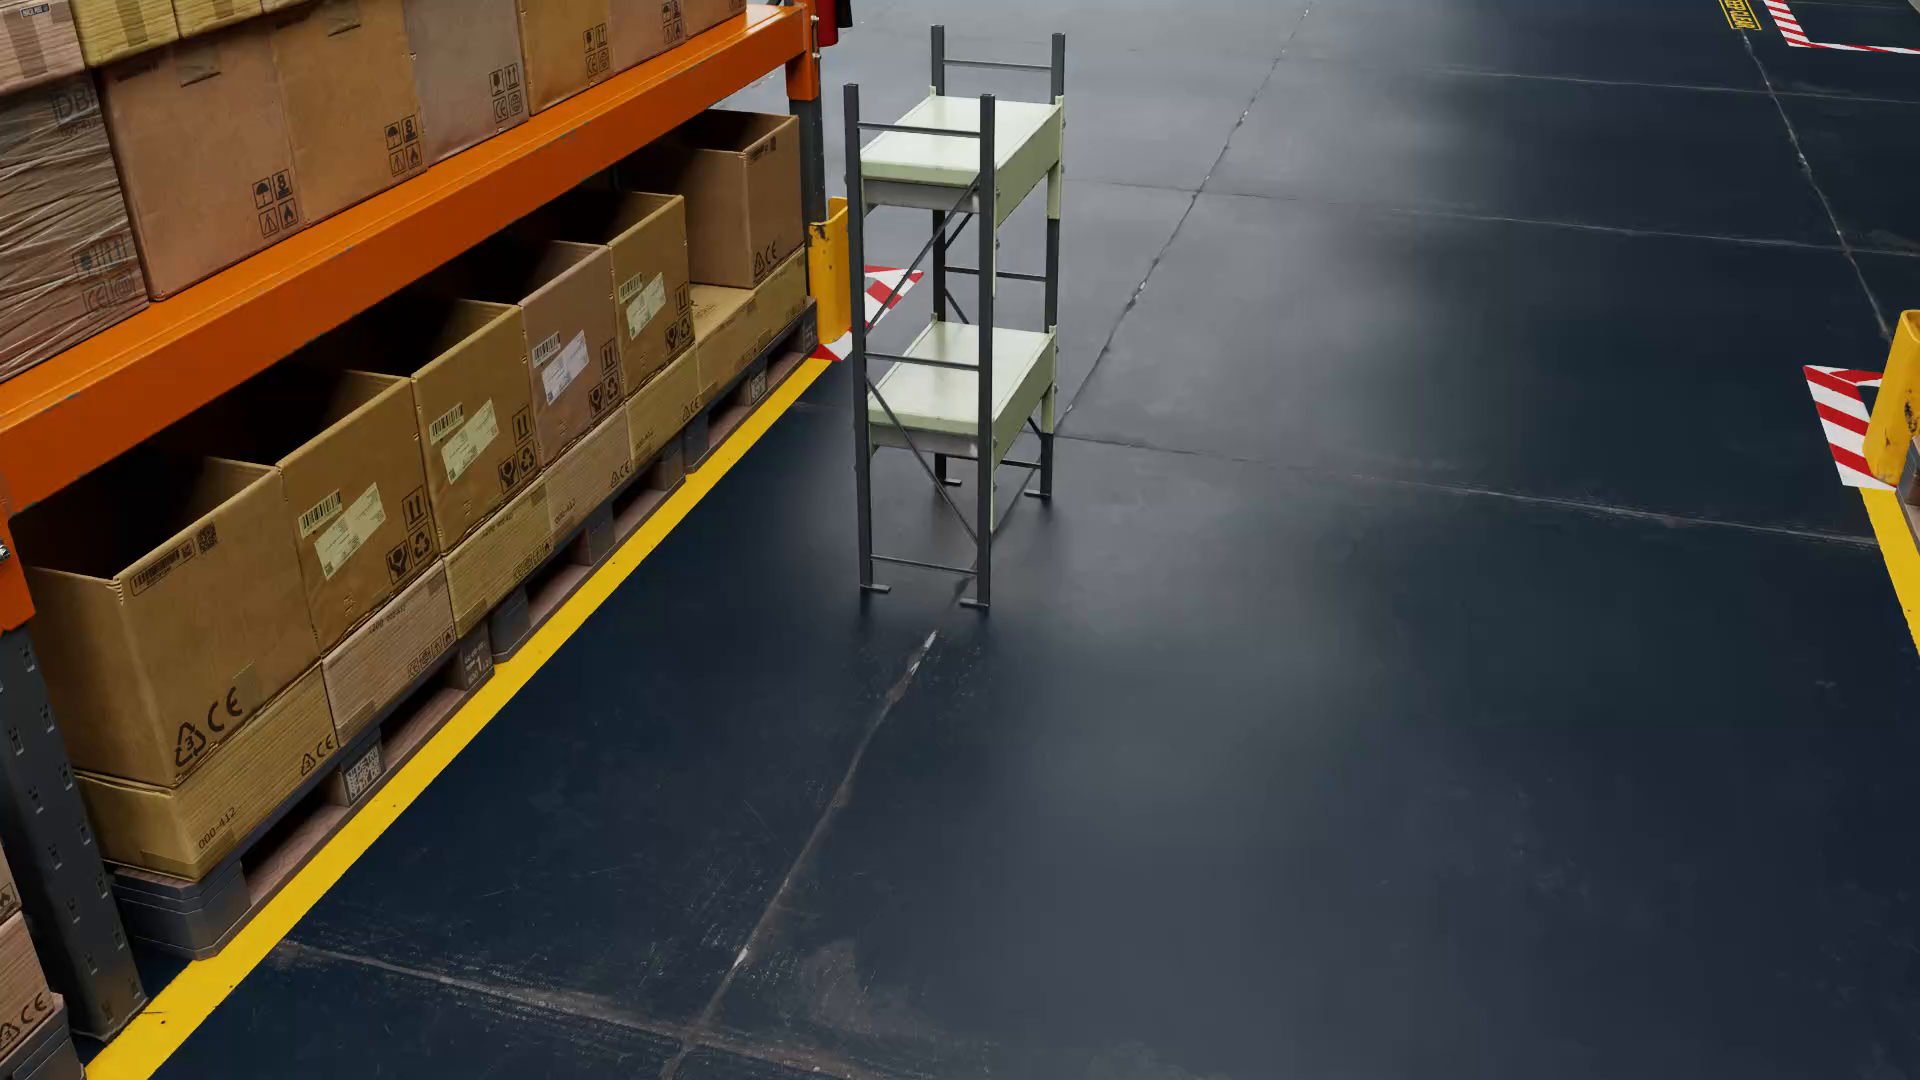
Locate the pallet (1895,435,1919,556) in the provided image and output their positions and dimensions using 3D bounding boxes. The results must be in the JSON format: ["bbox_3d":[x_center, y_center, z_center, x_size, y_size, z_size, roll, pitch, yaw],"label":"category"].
[{"bbox_3d":[3.416,0.094,4.864,1.003,0.211,1.213,8,30,15],"label":"pallet"}]

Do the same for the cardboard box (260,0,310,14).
[{"bbox_3d":[-1.637,-1.278,3.692,0.380,0.149,0.250,7,30,13],"label":"cardboard box"}]

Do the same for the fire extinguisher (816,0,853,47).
[{"bbox_3d":[-0.547,-2.192,6.185,0.296,0.674,0.183,8,30,15],"label":"fire extinguisher"}]

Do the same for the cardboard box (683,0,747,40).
[{"bbox_3d":[-1.175,-2.066,5.776,0.700,0.500,0.500,9,30,15],"label":"cardboard box"}]

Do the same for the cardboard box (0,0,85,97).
[{"bbox_3d":[-1.863,-0.920,3.048,0.380,0.149,0.250,9,30,16],"label":"cardboard box"}]

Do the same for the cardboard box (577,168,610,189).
[{"bbox_3d":[-1.541,-1.097,5.762,0.500,0.500,0.500,8,30,15],"label":"cardboard box"}]

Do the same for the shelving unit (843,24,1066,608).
[{"bbox_3d":[0.002,-0.659,4.891,0.431,1.500,0.755,8,30,15],"label":"shelving unit"}]

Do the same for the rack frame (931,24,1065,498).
[{"bbox_3d":[0.109,-0.829,5.197,0.400,1.500,0.023,8,30,15],"label":"rack frame"}]

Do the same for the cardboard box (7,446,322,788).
[{"bbox_3d":[-1.765,0.141,3.536,0.500,0.500,0.500,8,30,15],"label":"cardboard box"}]

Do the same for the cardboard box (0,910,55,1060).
[{"bbox_3d":[-2.045,0.873,2.991,0.500,0.250,0.500,8,30,14],"label":"cardboard box"}]

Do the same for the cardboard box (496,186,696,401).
[{"bbox_3d":[-1.178,-0.789,5.207,0.500,0.500,0.500,8,30,15],"label":"cardboard box"}]

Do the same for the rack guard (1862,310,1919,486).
[{"bbox_3d":[3.688,-0.405,5.463,1.175,0.500,0.348,8,30,15],"label":"rack guard"}]

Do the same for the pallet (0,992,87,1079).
[{"bbox_3d":[-2.379,1.188,2.898,1.003,0.211,1.213,8,30,15],"label":"pallet"}]

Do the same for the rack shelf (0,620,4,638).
[{"bbox_3d":[-2.787,0.865,1.349,1.077,0.370,4.000,8,30,15],"label":"rack shelf"}]

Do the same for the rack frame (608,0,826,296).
[{"bbox_3d":[-1.026,-2.238,6.187,1.000,3.000,0.127,8,30,15],"label":"rack frame"}]

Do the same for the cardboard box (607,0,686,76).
[{"bbox_3d":[-1.325,-1.821,5.336,0.700,0.500,0.500,9,30,16],"label":"cardboard box"}]

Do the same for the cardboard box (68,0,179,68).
[{"bbox_3d":[-1.788,-1.040,3.264,0.380,0.149,0.250,8,30,14],"label":"cardboard box"}]

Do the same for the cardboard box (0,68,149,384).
[{"bbox_3d":[-2.076,-0.630,3.193,0.700,0.500,0.500,8,30,14],"label":"cardboard box"}]

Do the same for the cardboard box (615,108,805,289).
[{"bbox_3d":[-0.899,-1.256,6.047,0.500,0.500,0.500,8,30,15],"label":"cardboard box"}]

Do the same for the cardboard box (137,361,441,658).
[{"bbox_3d":[-1.625,-0.093,3.956,0.500,0.500,0.500,8,30,15],"label":"cardboard box"}]

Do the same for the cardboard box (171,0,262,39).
[{"bbox_3d":[-1.713,-1.162,3.483,0.380,0.149,0.250,8,30,14],"label":"cardboard box"}]

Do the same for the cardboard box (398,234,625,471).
[{"bbox_3d":[-1.326,-0.557,4.790,0.500,0.500,0.500,8,30,15],"label":"cardboard box"}]

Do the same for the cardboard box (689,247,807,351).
[{"bbox_3d":[-0.901,-0.928,6.229,0.500,0.250,0.500,8,30,15],"label":"cardboard box"}]

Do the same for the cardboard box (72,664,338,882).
[{"bbox_3d":[-1.774,0.467,3.721,0.500,0.250,0.500,8,30,15],"label":"cardboard box"}]

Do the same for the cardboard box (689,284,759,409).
[{"bbox_3d":[-1.036,-0.694,5.809,0.500,0.250,0.500,8,30,15],"label":"cardboard box"}]

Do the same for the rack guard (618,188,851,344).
[{"bbox_3d":[-1.019,-1.156,6.815,1.175,0.500,0.348,8,30,15],"label":"rack guard"}]

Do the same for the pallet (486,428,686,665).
[{"bbox_3d":[-1.570,-0.093,5.199,1.003,0.211,1.213,8,30,15],"label":"pallet"}]

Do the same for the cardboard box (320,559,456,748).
[{"bbox_3d":[-1.623,0.235,4.138,0.500,0.250,0.500,8,30,15],"label":"cardboard box"}]

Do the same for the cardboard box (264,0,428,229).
[{"bbox_3d":[-1.776,-1.108,4.054,0.700,0.500,0.500,9,30,16],"label":"cardboard box"}]

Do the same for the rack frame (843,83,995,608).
[{"bbox_3d":[-0.105,-0.488,4.585,0.400,1.500,0.023,8,30,15],"label":"rack frame"}]

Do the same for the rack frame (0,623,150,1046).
[{"bbox_3d":[-2.200,-0.379,2.845,1.000,3.000,0.127,8,30,15],"label":"rack frame"}]

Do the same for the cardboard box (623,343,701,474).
[{"bbox_3d":[-1.181,-0.461,5.390,0.500,0.250,0.500,8,30,15],"label":"cardboard box"}]

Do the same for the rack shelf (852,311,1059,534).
[{"bbox_3d":[0.002,-0.374,5.049,0.431,0.370,0.720,8,30,15],"label":"rack shelf"}]

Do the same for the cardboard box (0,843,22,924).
[{"bbox_3d":[-2.045,0.623,2.863,0.500,0.311,0.500,8,30,15],"label":"cardboard box"}]

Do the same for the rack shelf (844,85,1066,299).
[{"bbox_3d":[0.002,-1.000,4.701,0.431,0.370,0.720,8,30,15],"label":"rack shelf"}]

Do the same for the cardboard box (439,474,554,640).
[{"bbox_3d":[-1.471,0.004,4.554,0.500,0.250,0.500,8,30,15],"label":"cardboard box"}]

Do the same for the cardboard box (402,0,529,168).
[{"bbox_3d":[-1.627,-1.346,4.482,0.700,0.500,0.500,9,30,16],"label":"cardboard box"}]

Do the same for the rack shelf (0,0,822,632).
[{"bbox_3d":[-1.613,-0.994,4.691,1.077,0.370,4.000,8,30,15],"label":"rack shelf"}]

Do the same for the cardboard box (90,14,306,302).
[{"bbox_3d":[-1.927,-0.876,3.636,0.700,0.500,0.500,8,30,14],"label":"cardboard box"}]

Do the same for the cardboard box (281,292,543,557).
[{"bbox_3d":[-1.471,-0.324,4.372,0.500,0.500,0.500,8,30,15],"label":"cardboard box"}]

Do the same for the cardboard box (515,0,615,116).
[{"bbox_3d":[-1.476,-1.592,4.923,0.700,0.500,0.500,9,30,15],"label":"cardboard box"}]

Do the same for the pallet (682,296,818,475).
[{"bbox_3d":[-1.210,-0.658,6.215,1.003,0.211,1.213,8,30,15],"label":"pallet"}]

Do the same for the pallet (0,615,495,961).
[{"bbox_3d":[-1.927,0.476,4.177,1.003,0.211,1.213,8,30,15],"label":"pallet"}]

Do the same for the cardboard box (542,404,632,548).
[{"bbox_3d":[-1.330,-0.229,4.973,0.500,0.250,0.500,8,30,15],"label":"cardboard box"}]
